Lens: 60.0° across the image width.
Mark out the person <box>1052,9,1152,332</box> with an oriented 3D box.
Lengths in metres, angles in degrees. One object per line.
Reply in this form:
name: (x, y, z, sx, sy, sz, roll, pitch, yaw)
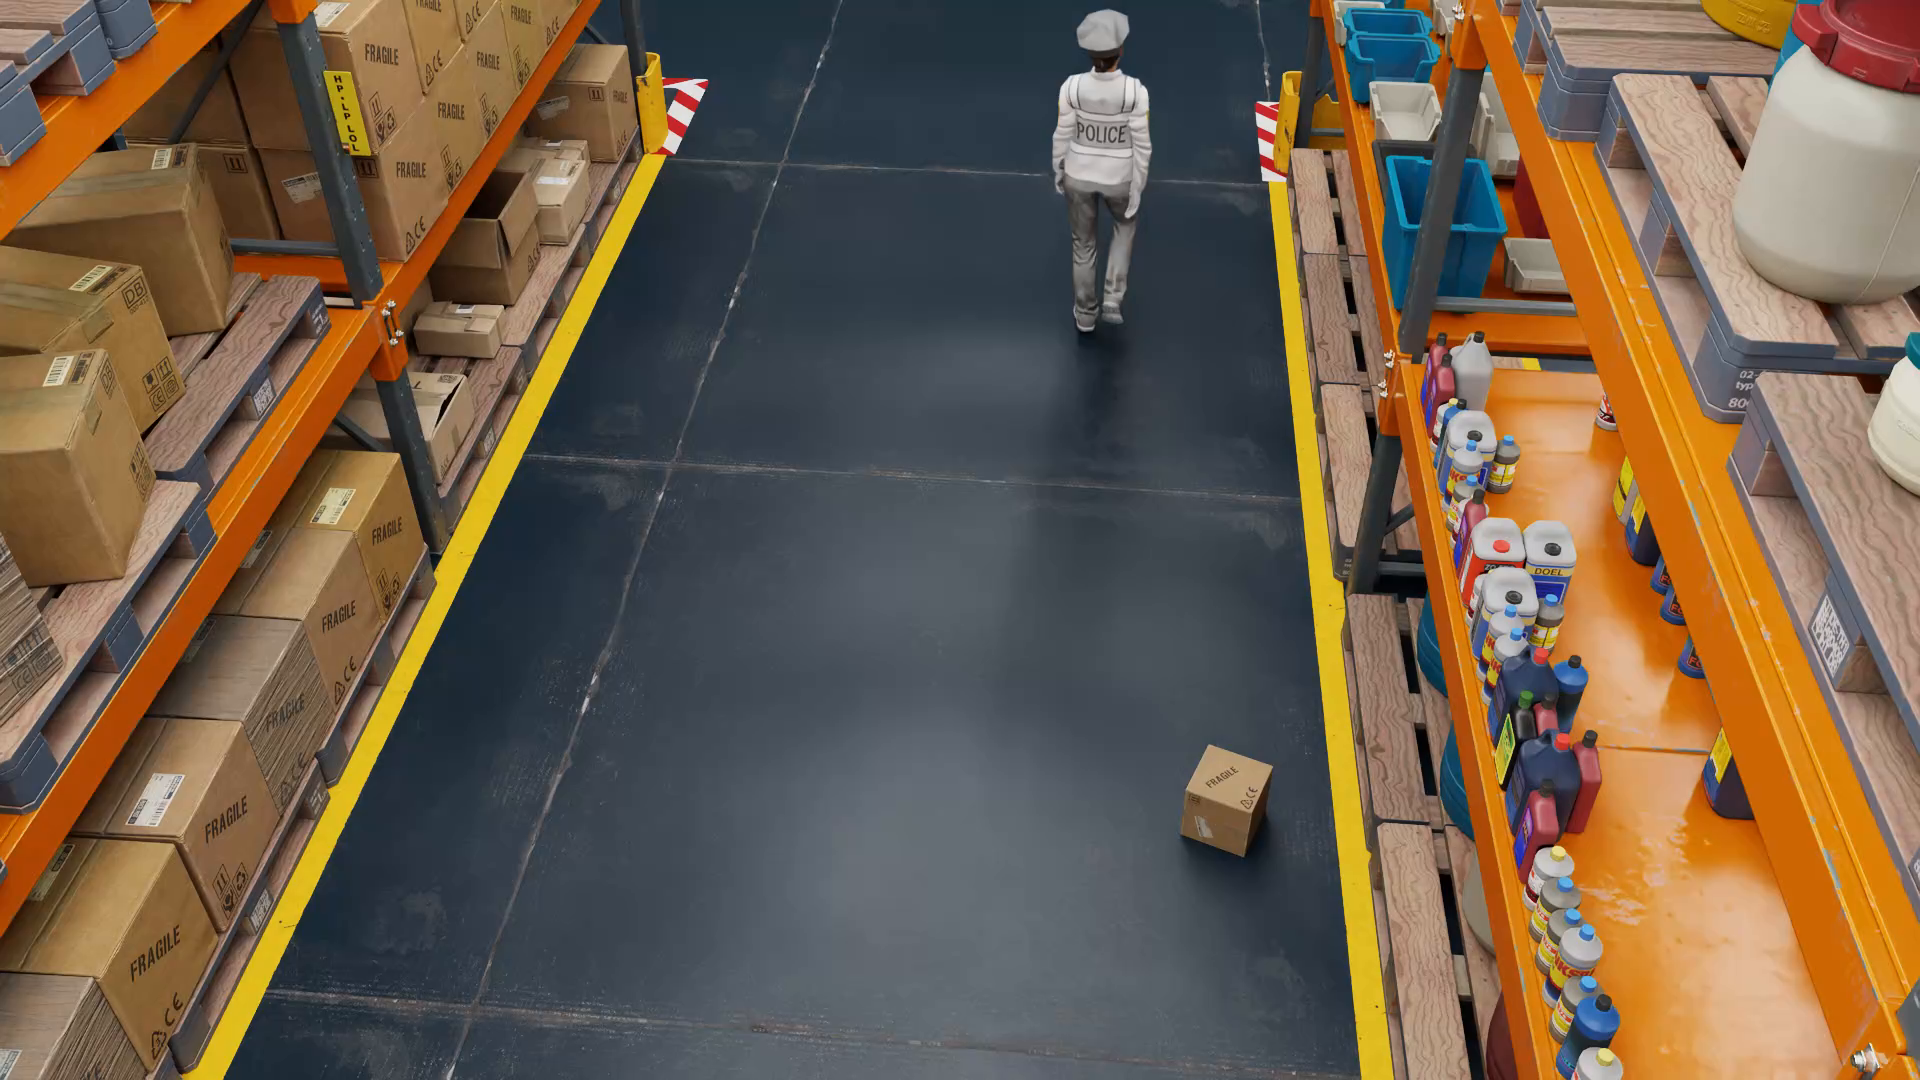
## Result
person: (0.695, -1.806, 8.236, 0.485, 1.694, 0.430, 4, 40, 5)
